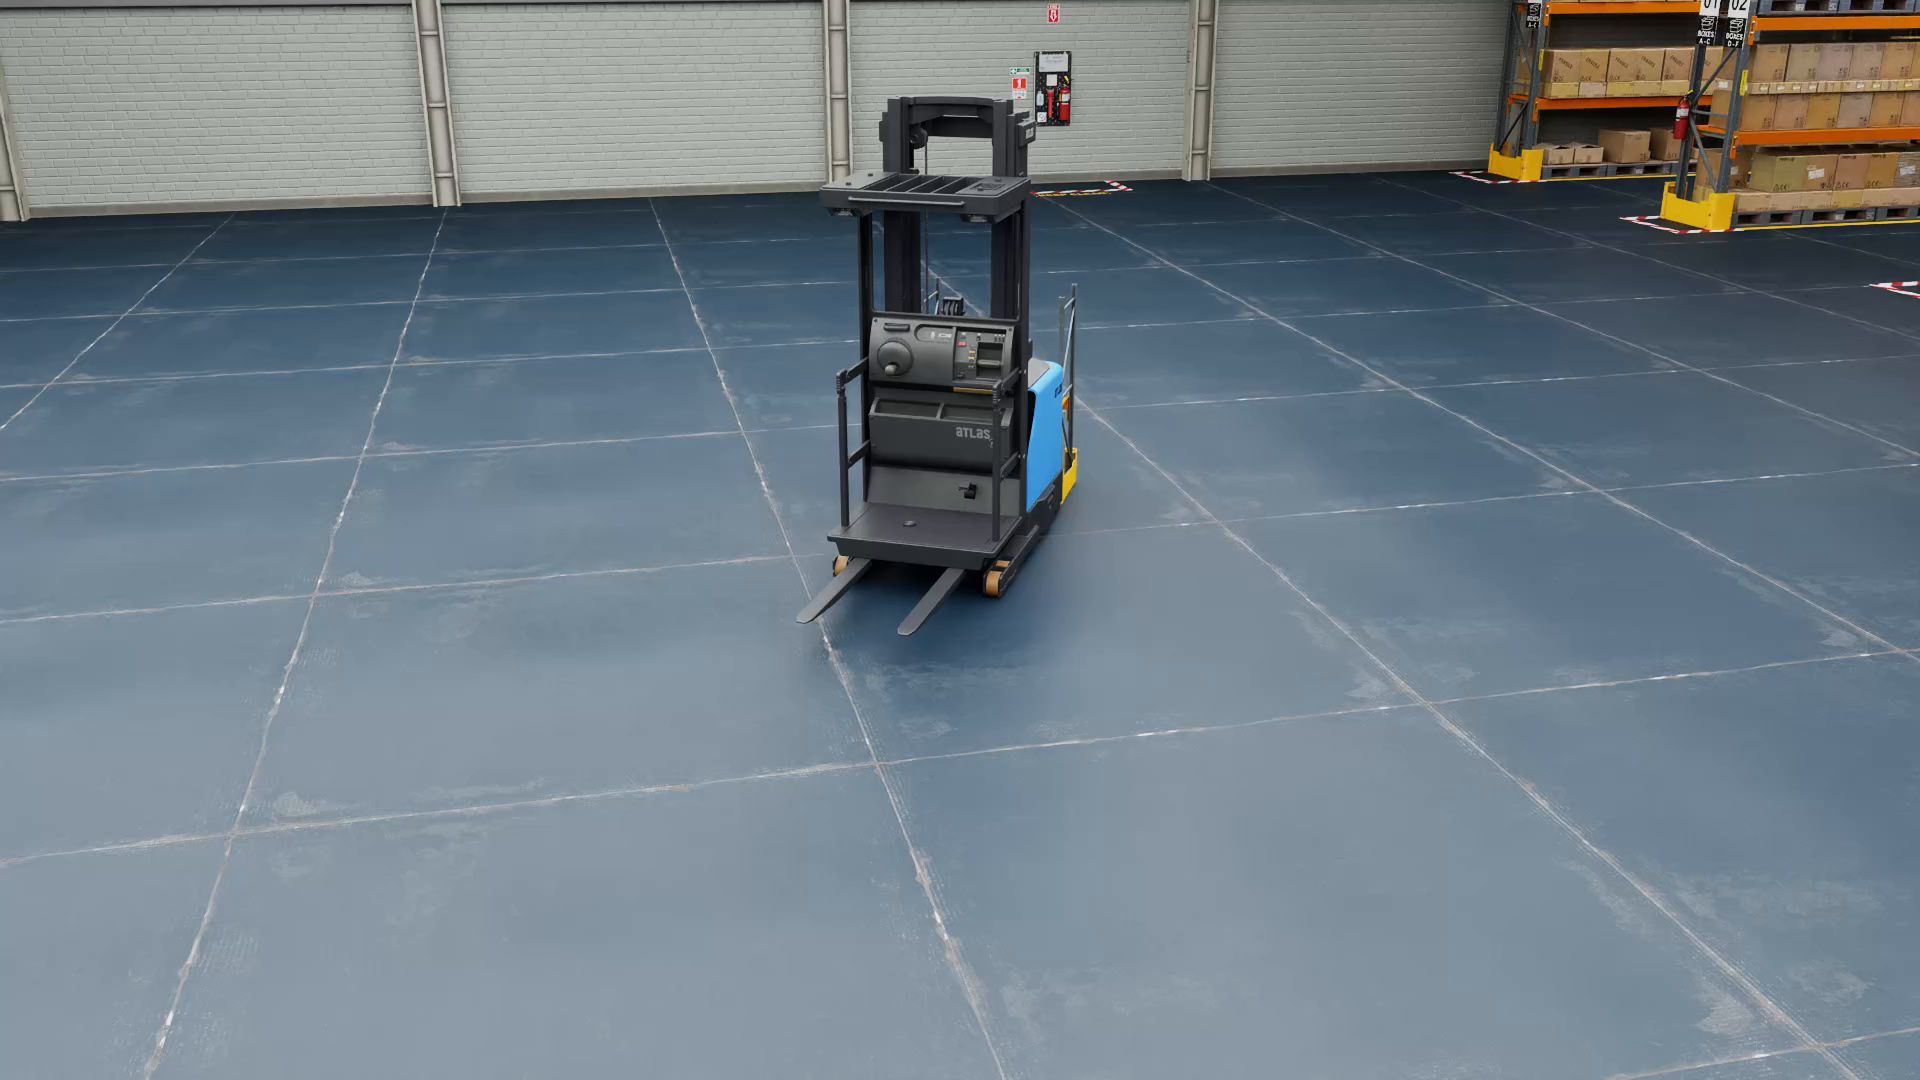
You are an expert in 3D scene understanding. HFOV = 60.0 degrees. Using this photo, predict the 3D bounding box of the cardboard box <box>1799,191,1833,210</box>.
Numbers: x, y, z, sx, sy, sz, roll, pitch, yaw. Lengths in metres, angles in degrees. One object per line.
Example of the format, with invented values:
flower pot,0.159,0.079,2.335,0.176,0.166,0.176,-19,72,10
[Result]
cardboard box,11.975,-4.855,23.596,0.500,0.250,0.500,-5,21,-12

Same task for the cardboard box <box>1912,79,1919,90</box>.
cardboard box,13.356,-6.414,23.376,0.250,0.149,0.380,-5,21,-13

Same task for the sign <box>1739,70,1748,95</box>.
sign,10.551,-6.159,22.392,0.005,0.325,0.100,-5,21,-12

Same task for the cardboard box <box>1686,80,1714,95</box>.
cardboard box,12.301,-7.639,27.996,0.500,0.250,0.500,-5,21,-12

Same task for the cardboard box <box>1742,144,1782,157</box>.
cardboard box,13.891,-6.972,28.982,0.500,0.500,0.700,-4,20,-11

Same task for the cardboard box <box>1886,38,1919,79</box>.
cardboard box,13.400,-6.796,23.475,0.500,0.500,0.700,-5,21,-13

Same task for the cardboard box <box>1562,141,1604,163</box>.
cardboard box,10.535,-6.573,28.166,0.500,0.311,0.500,-3,20,-8

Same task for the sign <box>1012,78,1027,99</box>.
sign,0.954,-7.254,26.704,0.234,0.329,0.001,-5,21,-12

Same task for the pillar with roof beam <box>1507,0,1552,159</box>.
pillar with roof beam,10.759,-9.280,23.565,0.400,9.000,9.100,-5,21,-12

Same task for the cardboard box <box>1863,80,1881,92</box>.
cardboard box,12.613,-6.354,23.211,0.250,0.149,0.380,-4,20,-11

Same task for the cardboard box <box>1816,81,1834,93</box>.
cardboard box,11.865,-6.294,23.047,0.250,0.149,0.380,-5,21,-14

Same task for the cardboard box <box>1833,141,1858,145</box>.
cardboard box,15.378,-7.100,29.330,0.500,0.500,0.700,-5,21,-13

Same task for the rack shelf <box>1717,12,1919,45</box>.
rack shelf,12.376,-7.130,23.103,4.000,0.370,1.077,-5,21,-12

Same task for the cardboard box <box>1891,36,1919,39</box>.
cardboard box,16.433,-8.683,28.928,0.250,0.149,0.380,-8,22,-22

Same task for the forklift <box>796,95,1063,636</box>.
forklift,-0.177,-1.171,10.250,1.130,2.935,3.031,6,21,16

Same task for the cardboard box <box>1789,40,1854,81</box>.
cardboard box,11.939,-6.678,23.152,0.500,0.500,0.700,-5,21,-12

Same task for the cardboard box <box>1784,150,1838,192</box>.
cardboard box,11.972,-5.211,23.477,0.500,0.500,0.500,-5,21,-12

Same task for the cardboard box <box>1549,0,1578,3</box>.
cardboard box,9.669,-8.967,26.896,0.500,0.500,0.500,-4,21,-11

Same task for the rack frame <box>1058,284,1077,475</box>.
rack frame,0.767,-1.061,12.030,0.032,1.500,0.500,5,21,14

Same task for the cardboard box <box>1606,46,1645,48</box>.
cardboard box,11.180,-8.077,28.103,0.500,0.500,0.500,-4,21,-12

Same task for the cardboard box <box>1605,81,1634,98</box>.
cardboard box,10.833,-7.515,27.657,0.500,0.250,0.500,-5,21,-13

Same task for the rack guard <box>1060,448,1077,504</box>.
rack guard,0.765,-0.474,12.245,0.087,0.250,0.587,5,21,14

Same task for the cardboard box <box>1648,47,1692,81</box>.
cardboard box,11.813,-7.948,27.750,0.500,0.500,0.500,-5,21,-14

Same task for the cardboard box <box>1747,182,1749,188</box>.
cardboard box,11.367,-4.992,23.969,0.500,0.250,0.500,-5,21,-12

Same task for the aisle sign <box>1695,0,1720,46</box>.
aisle sign,10.298,-7.215,22.870,0.004,0.787,0.394,-5,21,-12

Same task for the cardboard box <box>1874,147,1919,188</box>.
cardboard box,13.432,-5.330,23.802,0.500,0.500,0.500,-5,21,-12

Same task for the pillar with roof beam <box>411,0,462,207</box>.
pillar with roof beam,-6.758,-7.855,19.676,0.400,9.000,9.100,-5,21,-12

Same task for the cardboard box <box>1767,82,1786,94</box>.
cardboard box,11.117,-6.234,22.882,0.250,0.149,0.380,-5,21,-14

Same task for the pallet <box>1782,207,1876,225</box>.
pallet,12.349,-4.762,24.007,1.213,0.211,1.003,-5,21,-12

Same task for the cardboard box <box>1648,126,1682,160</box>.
cardboard box,12.178,-6.813,28.547,0.500,0.500,0.500,-6,21,-17

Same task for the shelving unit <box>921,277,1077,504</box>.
shelving unit,0.283,-1.104,12.147,1.083,1.500,0.587,5,21,14

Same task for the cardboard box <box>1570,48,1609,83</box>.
cardboard box,10.303,-7.823,27.409,0.500,0.500,0.500,-5,21,-12

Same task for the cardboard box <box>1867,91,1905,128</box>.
cardboard box,12.891,-6.145,23.584,0.500,0.500,0.700,-4,21,-12

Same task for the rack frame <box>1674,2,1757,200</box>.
rack frame,10.430,-5.901,23.063,0.127,3.000,1.000,-5,21,-12

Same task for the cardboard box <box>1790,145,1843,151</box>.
cardboard box,12.340,-5.425,24.059,0.500,0.500,0.500,-5,21,-12

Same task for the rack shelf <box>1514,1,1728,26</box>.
rack shelf,11.232,-8.788,27.629,4.000,0.370,1.077,-5,21,-12

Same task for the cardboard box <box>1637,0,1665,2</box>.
cardboard box,11.221,-9.089,27.231,0.500,0.500,0.500,-3,20,-9

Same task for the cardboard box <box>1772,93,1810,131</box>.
cardboard box,11.397,-6.024,23.253,0.500,0.500,0.700,-4,21,-11

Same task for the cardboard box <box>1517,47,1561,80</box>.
cardboard box,9.696,-7.959,27.779,0.500,0.500,0.500,-5,21,-13

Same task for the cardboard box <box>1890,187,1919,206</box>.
cardboard box,13.432,-4.978,23.929,0.500,0.250,0.500,-5,21,-12

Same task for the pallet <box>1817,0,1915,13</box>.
pallet,12.313,-7.413,22.959,1.213,0.211,1.003,-5,21,-12

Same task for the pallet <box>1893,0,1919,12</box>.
pallet,13.498,-7.509,23.219,1.213,0.211,1.003,-5,21,-12

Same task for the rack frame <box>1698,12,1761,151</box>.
rack frame,13.179,-7.876,28.453,0.127,3.000,1.000,-5,21,-12

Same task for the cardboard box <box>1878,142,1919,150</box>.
cardboard box,13.799,-5.544,24.385,0.500,0.500,0.500,-5,21,-12

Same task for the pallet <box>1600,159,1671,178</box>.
pallet,11.344,-6.404,28.489,1.213,0.211,1.003,-5,21,-12

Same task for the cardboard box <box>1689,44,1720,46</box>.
cardboard box,12.673,-8.199,28.436,0.500,0.500,0.500,-5,21,-14
